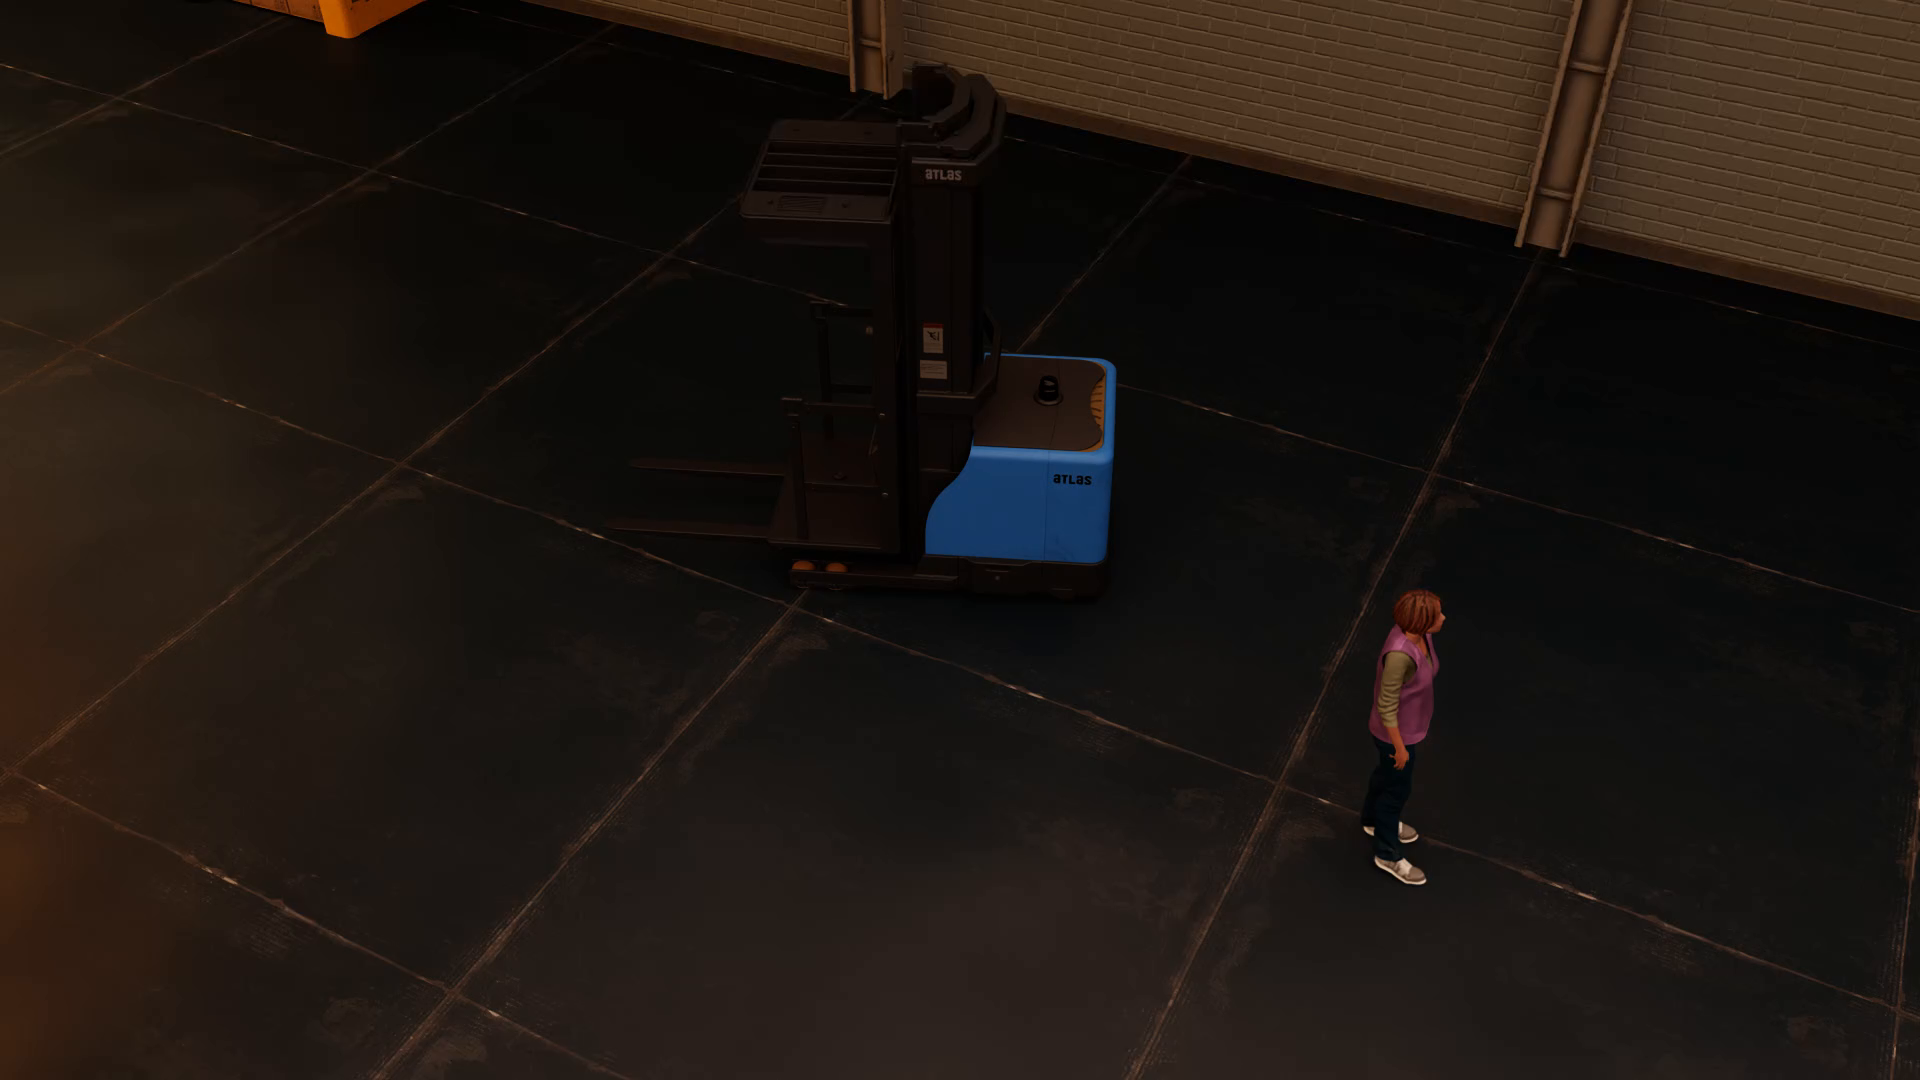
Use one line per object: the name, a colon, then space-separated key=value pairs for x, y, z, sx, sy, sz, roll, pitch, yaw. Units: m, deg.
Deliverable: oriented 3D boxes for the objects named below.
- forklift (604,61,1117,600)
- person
forklift: x=-0.606 y=-1.157 z=9.360 sx=3.031 sy=2.935 sz=1.130 roll=3 pitch=40 yaw=4
person: x=2.176 y=0.909 z=7.943 sx=0.474 sy=1.584 sz=0.519 roll=16 pitch=43 yaw=18
